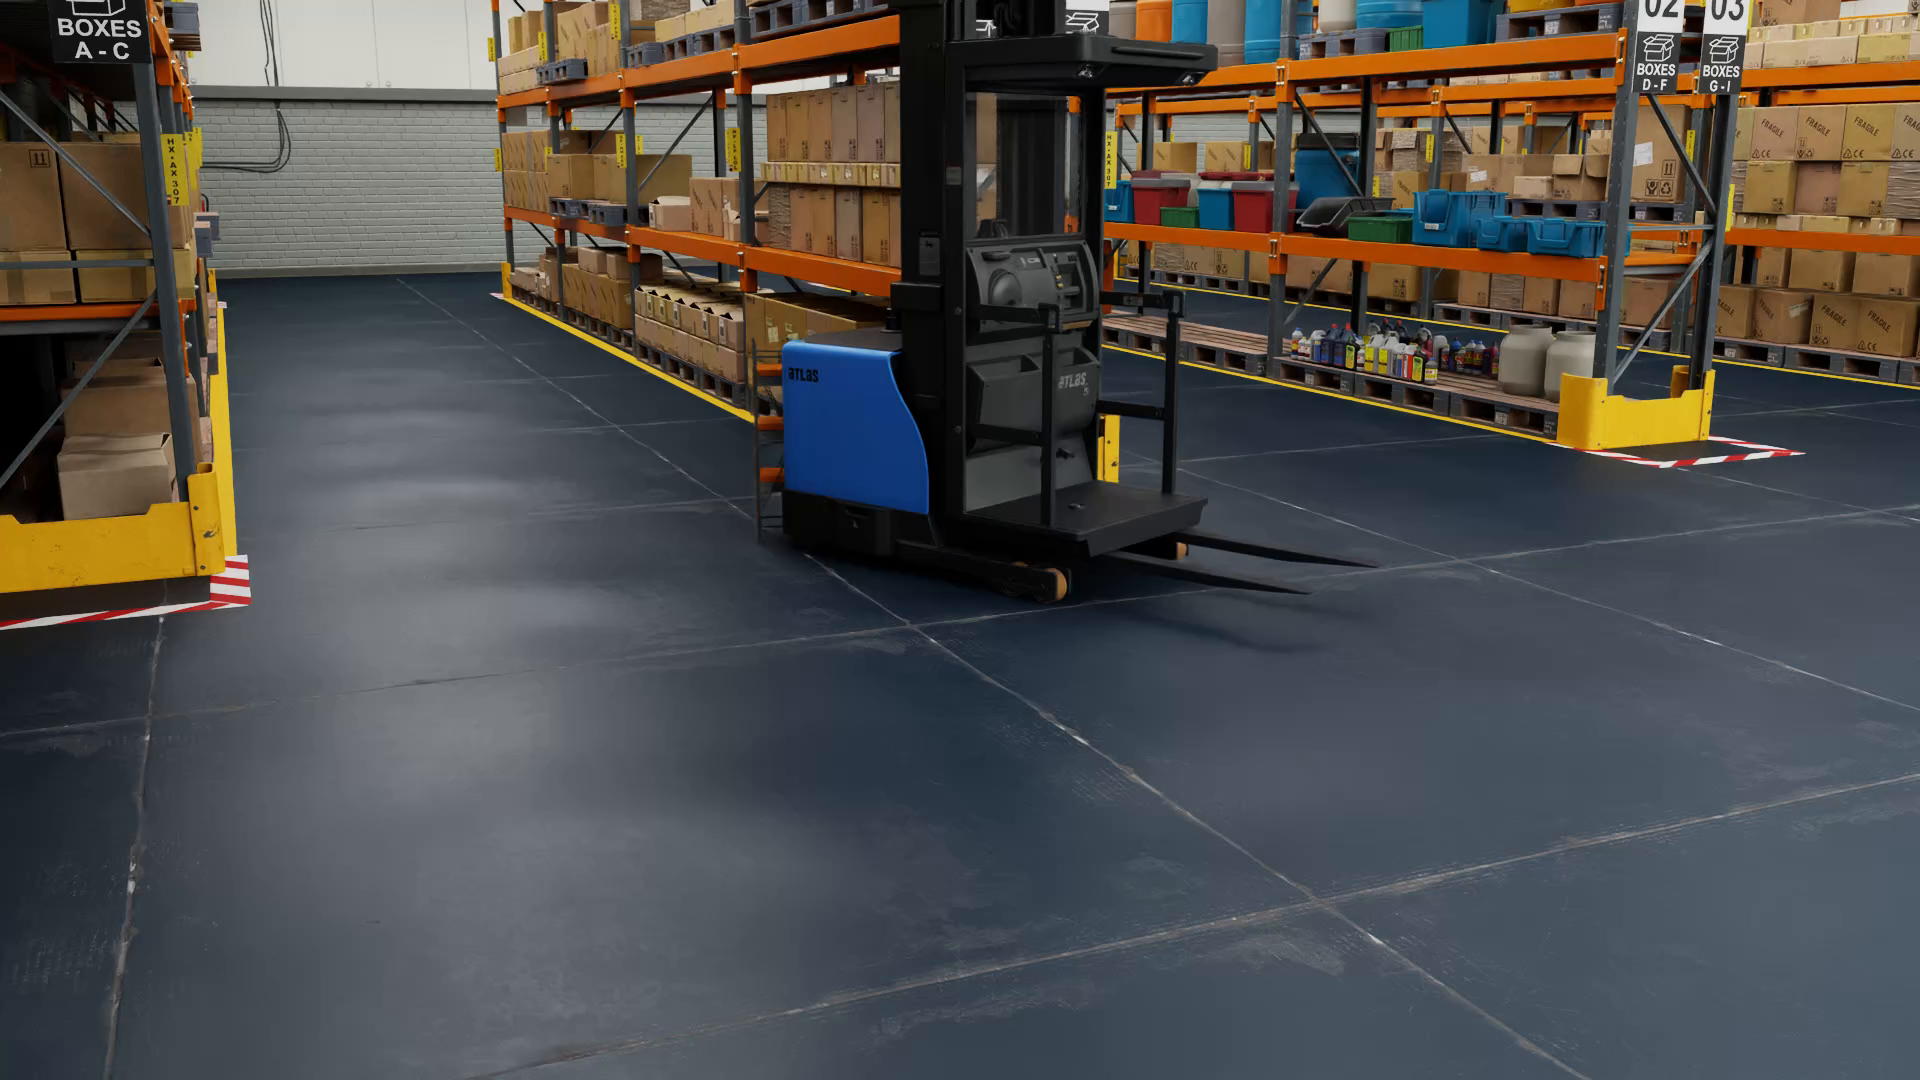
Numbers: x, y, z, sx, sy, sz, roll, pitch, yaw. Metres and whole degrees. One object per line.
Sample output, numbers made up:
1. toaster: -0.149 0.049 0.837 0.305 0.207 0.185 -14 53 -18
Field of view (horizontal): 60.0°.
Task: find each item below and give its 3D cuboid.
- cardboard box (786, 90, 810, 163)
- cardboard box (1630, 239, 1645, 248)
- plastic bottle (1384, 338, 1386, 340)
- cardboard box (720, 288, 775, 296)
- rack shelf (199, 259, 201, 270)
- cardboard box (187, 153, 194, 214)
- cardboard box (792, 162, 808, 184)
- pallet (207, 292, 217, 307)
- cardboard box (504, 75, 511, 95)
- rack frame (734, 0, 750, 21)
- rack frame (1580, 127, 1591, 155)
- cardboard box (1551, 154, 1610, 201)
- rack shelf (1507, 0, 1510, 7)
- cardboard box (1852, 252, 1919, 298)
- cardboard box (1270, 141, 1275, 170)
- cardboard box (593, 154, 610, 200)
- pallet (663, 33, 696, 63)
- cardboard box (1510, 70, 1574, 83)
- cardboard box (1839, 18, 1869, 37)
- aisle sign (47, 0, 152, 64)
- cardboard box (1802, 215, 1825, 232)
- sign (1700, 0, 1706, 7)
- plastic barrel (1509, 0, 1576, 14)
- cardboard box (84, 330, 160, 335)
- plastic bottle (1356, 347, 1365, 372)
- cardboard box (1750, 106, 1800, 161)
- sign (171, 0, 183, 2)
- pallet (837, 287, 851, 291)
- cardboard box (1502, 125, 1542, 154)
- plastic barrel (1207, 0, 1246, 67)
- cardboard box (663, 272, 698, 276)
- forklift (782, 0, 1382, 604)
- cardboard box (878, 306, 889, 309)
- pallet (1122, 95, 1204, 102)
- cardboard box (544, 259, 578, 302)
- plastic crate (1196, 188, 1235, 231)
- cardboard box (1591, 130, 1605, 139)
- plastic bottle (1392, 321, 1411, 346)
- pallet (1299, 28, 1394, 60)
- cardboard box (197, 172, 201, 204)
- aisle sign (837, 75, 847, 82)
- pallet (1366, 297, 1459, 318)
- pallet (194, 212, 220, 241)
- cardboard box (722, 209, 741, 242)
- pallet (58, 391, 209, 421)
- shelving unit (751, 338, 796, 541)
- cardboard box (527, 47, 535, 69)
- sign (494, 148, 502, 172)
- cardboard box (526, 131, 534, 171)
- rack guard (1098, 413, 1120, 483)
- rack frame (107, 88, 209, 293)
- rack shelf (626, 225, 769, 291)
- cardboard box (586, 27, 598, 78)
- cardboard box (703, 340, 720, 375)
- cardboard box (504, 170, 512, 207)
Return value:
1. cardboard box: -0.856 -3.023 12.180 0.700 0.500 0.500 -6 14 -23
2. cardboard box: 9.902 -4.365 24.025 0.500 0.250 0.500 -5 14 -22
3. plastic bottle: 3.612 -1.559 14.019 0.152 0.276 0.135 -6 14 -23
4. cardboard box: -1.996 -2.205 15.667 0.500 0.311 0.500 -6 14 -23
5. rack shelf: -8.184 -2.978 16.682 1.077 0.370 4.000 -6 14 -23
6. cardboard box: -5.308 -2.322 10.874 0.500 0.500 0.500 -6 14 -23
7. cardboard box: -1.001 -2.670 12.094 0.380 0.149 0.250 -6 14 -23
8. pallet: -10.195 -3.052 21.588 1.003 0.211 1.213 -6 14 -23
9. cardboard box: -5.889 -6.172 22.563 0.500 0.250 0.500 -6 14 -23
10. rack frame: -1.243 -5.460 12.505 1.000 3.000 0.127 -6 14 -23
11. rack frame: 12.109 -6.806 31.624 1.000 3.000 0.127 -6 14 -23
12. cardboard box: 7.056 -4.036 18.497 0.797 0.503 0.637 -4 14 -17
13. rack shelf: 7.034 -6.222 18.279 1.077 0.370 4.000 -6 14 -23
14. cardboard box: 11.706 -3.287 20.478 1.050 0.750 0.750 -6 14 -23
15. cardboard box: 4.673 -5.644 24.612 0.500 0.500 0.500 -6 14 -23
16. cardboard box: -3.683 -4.084 18.711 0.700 0.500 0.500 -10 16 -37
17. pallet: -2.041 -4.370 14.867 1.003 0.211 1.213 -5 14 -20
18. cardboard box: 6.608 -5.315 18.861 0.500 0.250 0.500 -5 14 -22
19. cardboard box: 8.240 -4.653 15.118 0.380 0.149 0.250 -6 14 -24
20. aisle sign: -3.874 -2.542 7.434 0.394 0.787 0.004 -6 14 -23
21. cardboard box: 8.169 -2.982 15.657 0.380 0.149 0.250 -6 14 -23
22. sign: 7.328 -5.286 16.383 0.100 0.325 0.005 -6 14 -23
23. plastic barrel: 4.326 -4.139 12.102 0.600 0.588 0.600 0 13 0
24. cardboard box: -6.270 -1.692 12.435 0.500 0.250 0.500 -6 14 -24
25. plastic bottle: 3.408 -1.531 14.064 0.097 0.201 0.097 0 13 0
26. cardboard box: 7.984 -3.893 15.940 0.500 0.500 0.500 -6 14 -23
27. sign: -6.885 -4.678 14.629 0.100 0.325 0.005 -6 14 -23
28. pallet: -1.215 -3.931 25.386 1.003 0.211 1.213 -6 14 -23
29. cardboard box: 8.780 -6.265 26.187 0.500 0.500 0.500 -6 14 -25
30. plastic barrel: 2.633 -4.910 15.670 0.600 0.901 0.600 0 13 0
31. cardboard box: -3.177 -2.692 18.417 0.500 0.500 0.500 -6 14 -24
32. forklift: 0.518 -1.268 7.850 3.031 2.935 1.130 11 17 39
33. cardboard box: -0.250 -1.383 11.694 0.500 0.500 0.500 -6 14 -23
34. pallet: 3.335 -7.177 26.770 1.003 0.211 1.213 -6 14 -23
35. cardboard box: -4.936 -3.279 20.953 0.500 0.500 0.500 -6 14 -23
36. plastic crate: 2.570 -3.176 15.976 0.392 0.384 0.575 -6 14 -23
37. cardboard box: 11.997 -7.559 31.002 0.380 0.149 0.250 -5 14 -22
38. plastic bottle: 3.896 -1.761 14.727 0.144 0.351 0.185 -6 15 -26
39. pallet: 3.676 -4.213 14.188 1.213 0.211 1.003 -6 14 -23
40. cardboard box: -10.072 -4.461 20.827 0.980 0.700 0.700 -6 14 -23
41. aisle sign: -1.811 -6.718 25.478 0.394 0.787 0.004 -6 14 -23
42. pallet: 5.986 -3.069 21.662 1.003 0.211 1.213 -6 14 -23
43. pallet: -7.000 -2.685 14.243 1.213 0.211 1.003 -6 14 -23
44. cardboard box: -1.763 -2.637 13.910 0.396 0.266 0.258 -6 14 -24
45. pallet: -6.094 -0.892 12.254 1.003 0.211 1.213 -6 14 -23
46. shelving unit: -0.994 -0.540 8.872 0.215 1.050 0.252 -2 13 -8
47. cardboard box: -5.088 -6.002 20.721 0.500 0.250 0.500 -6 14 -23
48. sign: -6.547 -5.389 23.584 0.100 0.325 0.005 -6 14 -23
49. cardboard box: -5.297 -5.017 21.455 0.500 0.500 0.500 -6 14 -23
50. rack guard: 0.369 -0.488 9.871 1.175 0.500 0.348 -6 14 -23
51. rack frame: -10.587 -4.569 21.957 1.000 3.000 0.127 -6 14 -23
52. rack shelf: -2.044 -2.600 15.048 1.077 0.370 4.000 -6 14 -23
53. cardboard box: -3.463 -5.174 17.698 0.910 0.500 0.500 -6 14 -23
54. cardboard box: -1.876 -1.567 14.153 0.500 0.250 0.500 -6 14 -24
55. cardboard box: -6.114 -4.950 23.383 0.500 0.500 0.500 -5 14 -22
